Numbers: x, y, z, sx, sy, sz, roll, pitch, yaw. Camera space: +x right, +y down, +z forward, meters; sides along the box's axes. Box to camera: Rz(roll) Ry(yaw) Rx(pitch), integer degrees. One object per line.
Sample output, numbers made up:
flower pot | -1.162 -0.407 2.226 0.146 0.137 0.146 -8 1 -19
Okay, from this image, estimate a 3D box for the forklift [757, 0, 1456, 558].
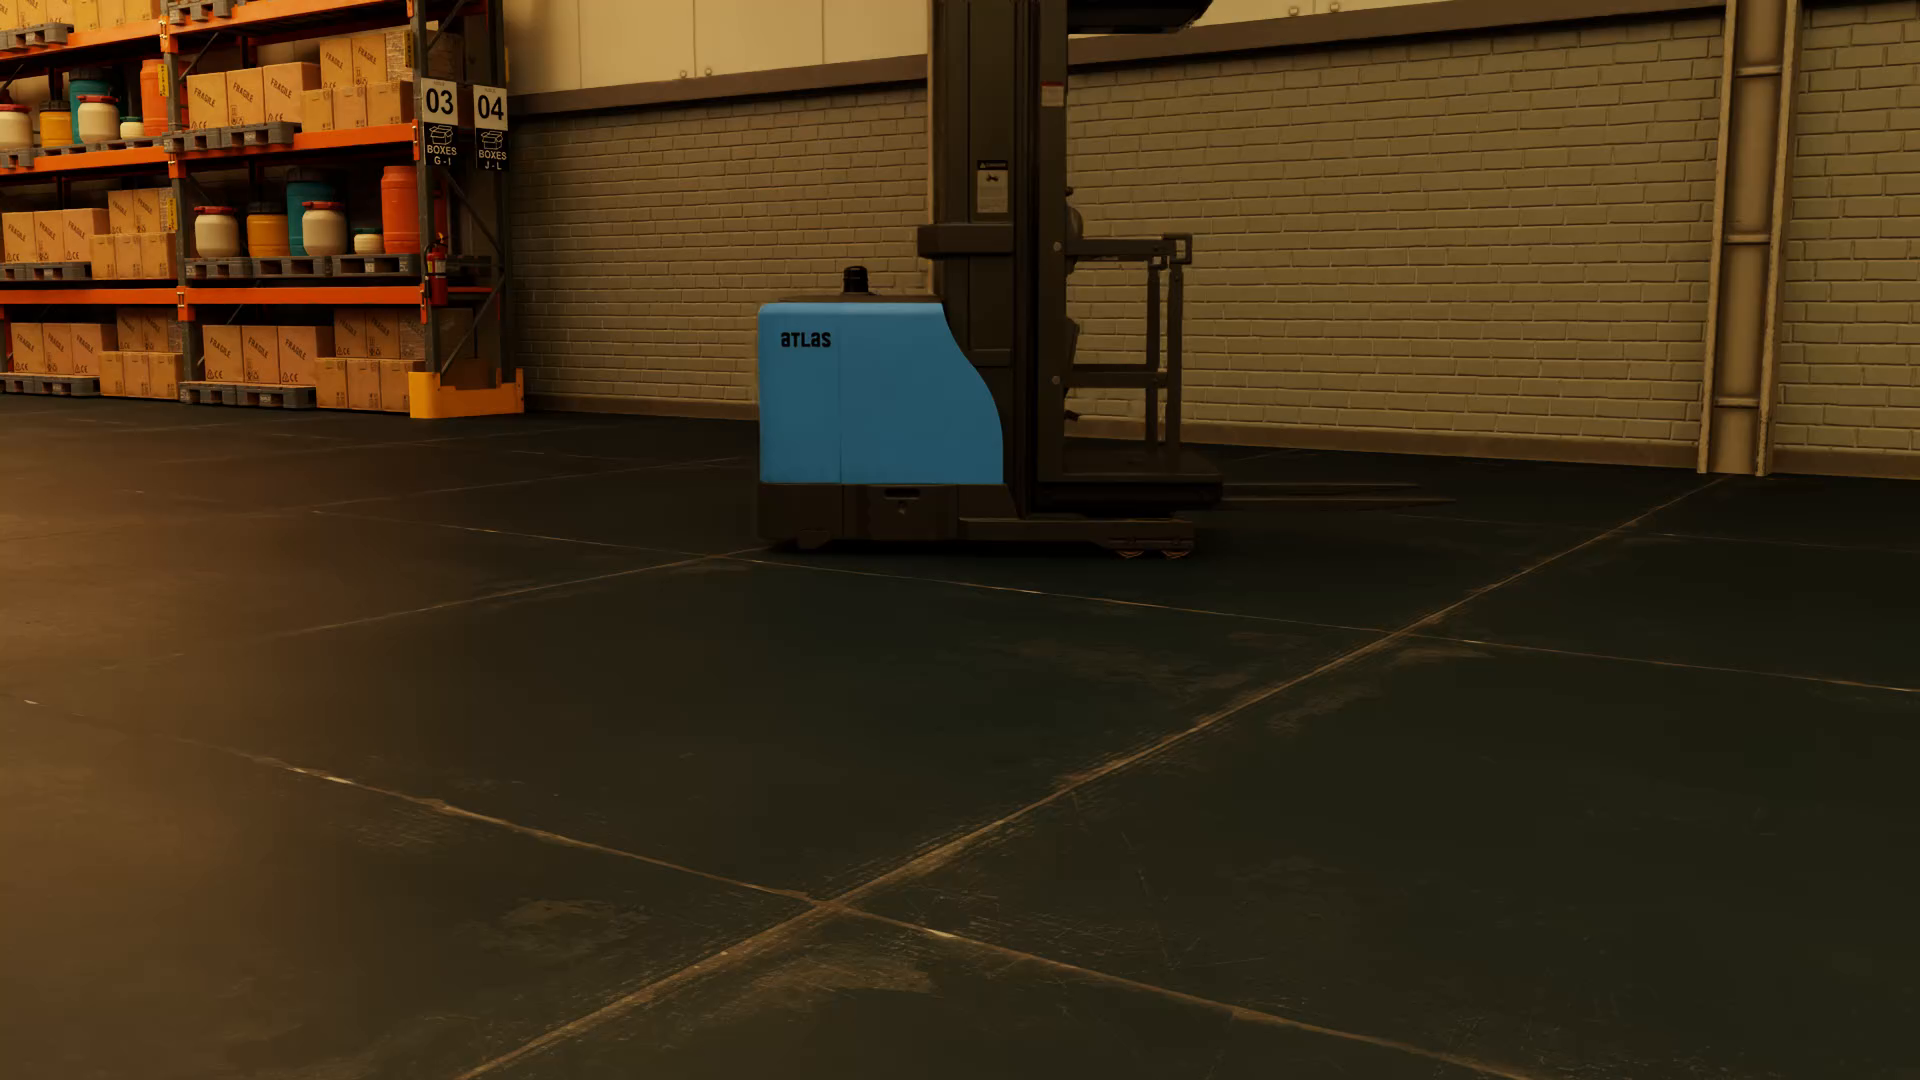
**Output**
forklift | 0.647 -1.451 7.395 3.031 2.935 1.130 0 8 1
